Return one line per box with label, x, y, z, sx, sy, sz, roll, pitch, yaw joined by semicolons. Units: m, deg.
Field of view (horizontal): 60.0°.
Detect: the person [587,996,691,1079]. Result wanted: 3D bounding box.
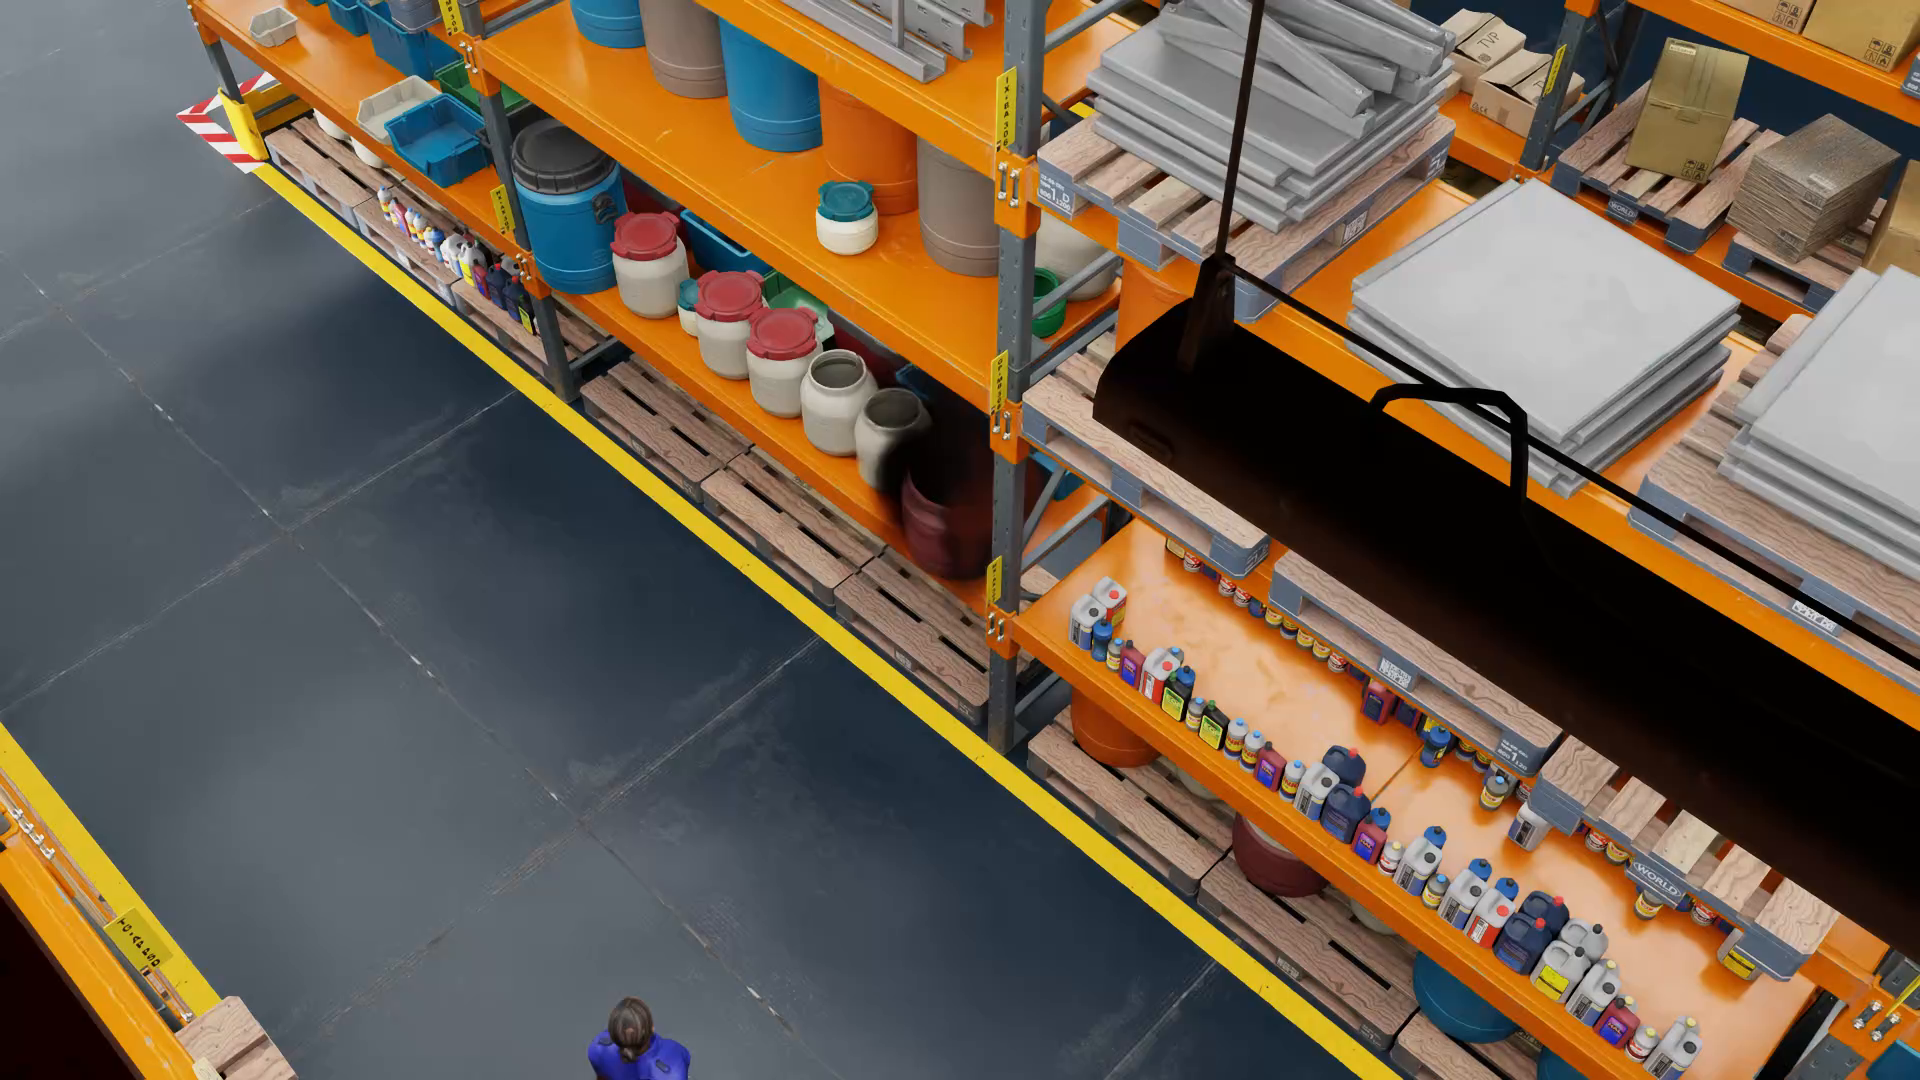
person;-1.260;2.346;6.977;0.505;1.656;0.372;35;58;25
